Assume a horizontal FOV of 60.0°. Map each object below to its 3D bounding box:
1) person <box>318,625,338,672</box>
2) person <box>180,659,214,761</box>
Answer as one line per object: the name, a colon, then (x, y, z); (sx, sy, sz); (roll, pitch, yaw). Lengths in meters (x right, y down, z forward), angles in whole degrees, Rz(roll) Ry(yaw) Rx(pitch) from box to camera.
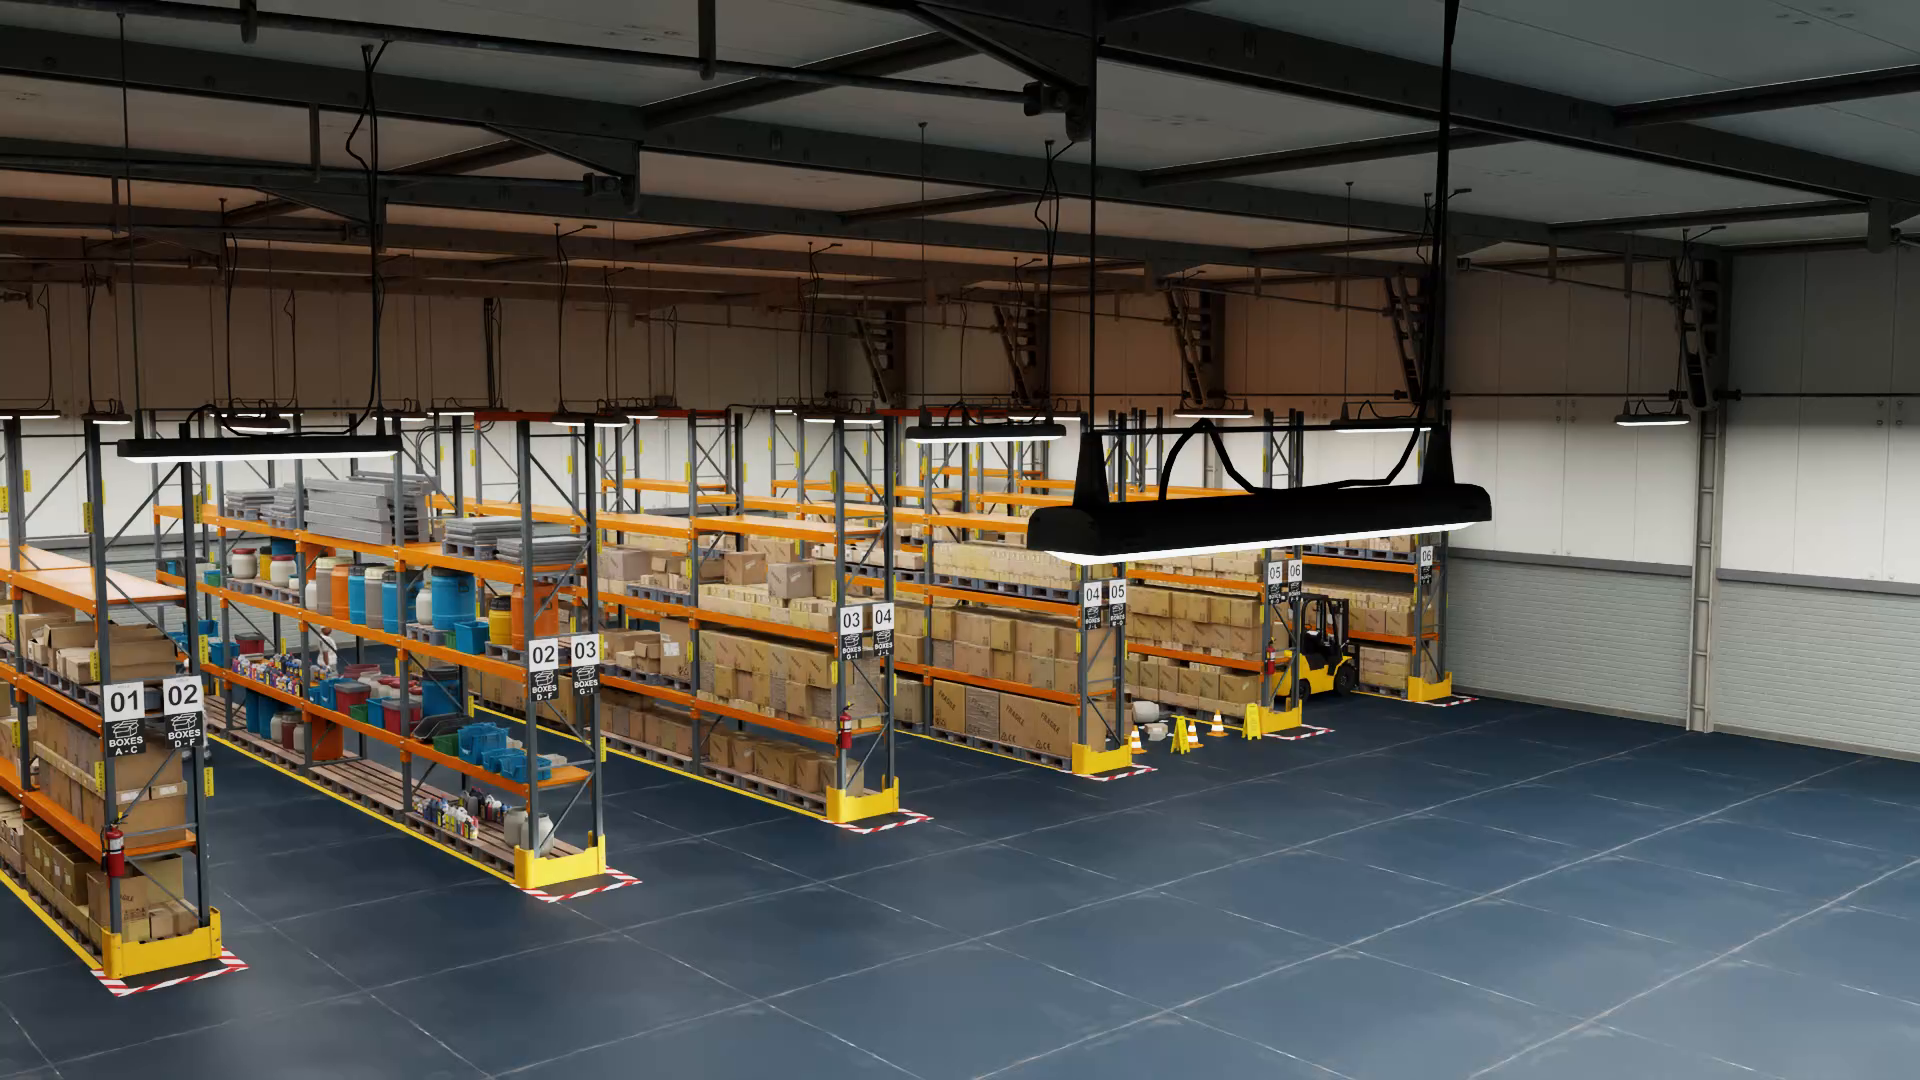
person: (-12.683, 2.501, 33.422); (0.580, 1.791, 0.477); (5, 7, 45)
person: (-13.164, 2.915, 28.655); (0.622, 1.783, 0.461); (3, 6, 29)
